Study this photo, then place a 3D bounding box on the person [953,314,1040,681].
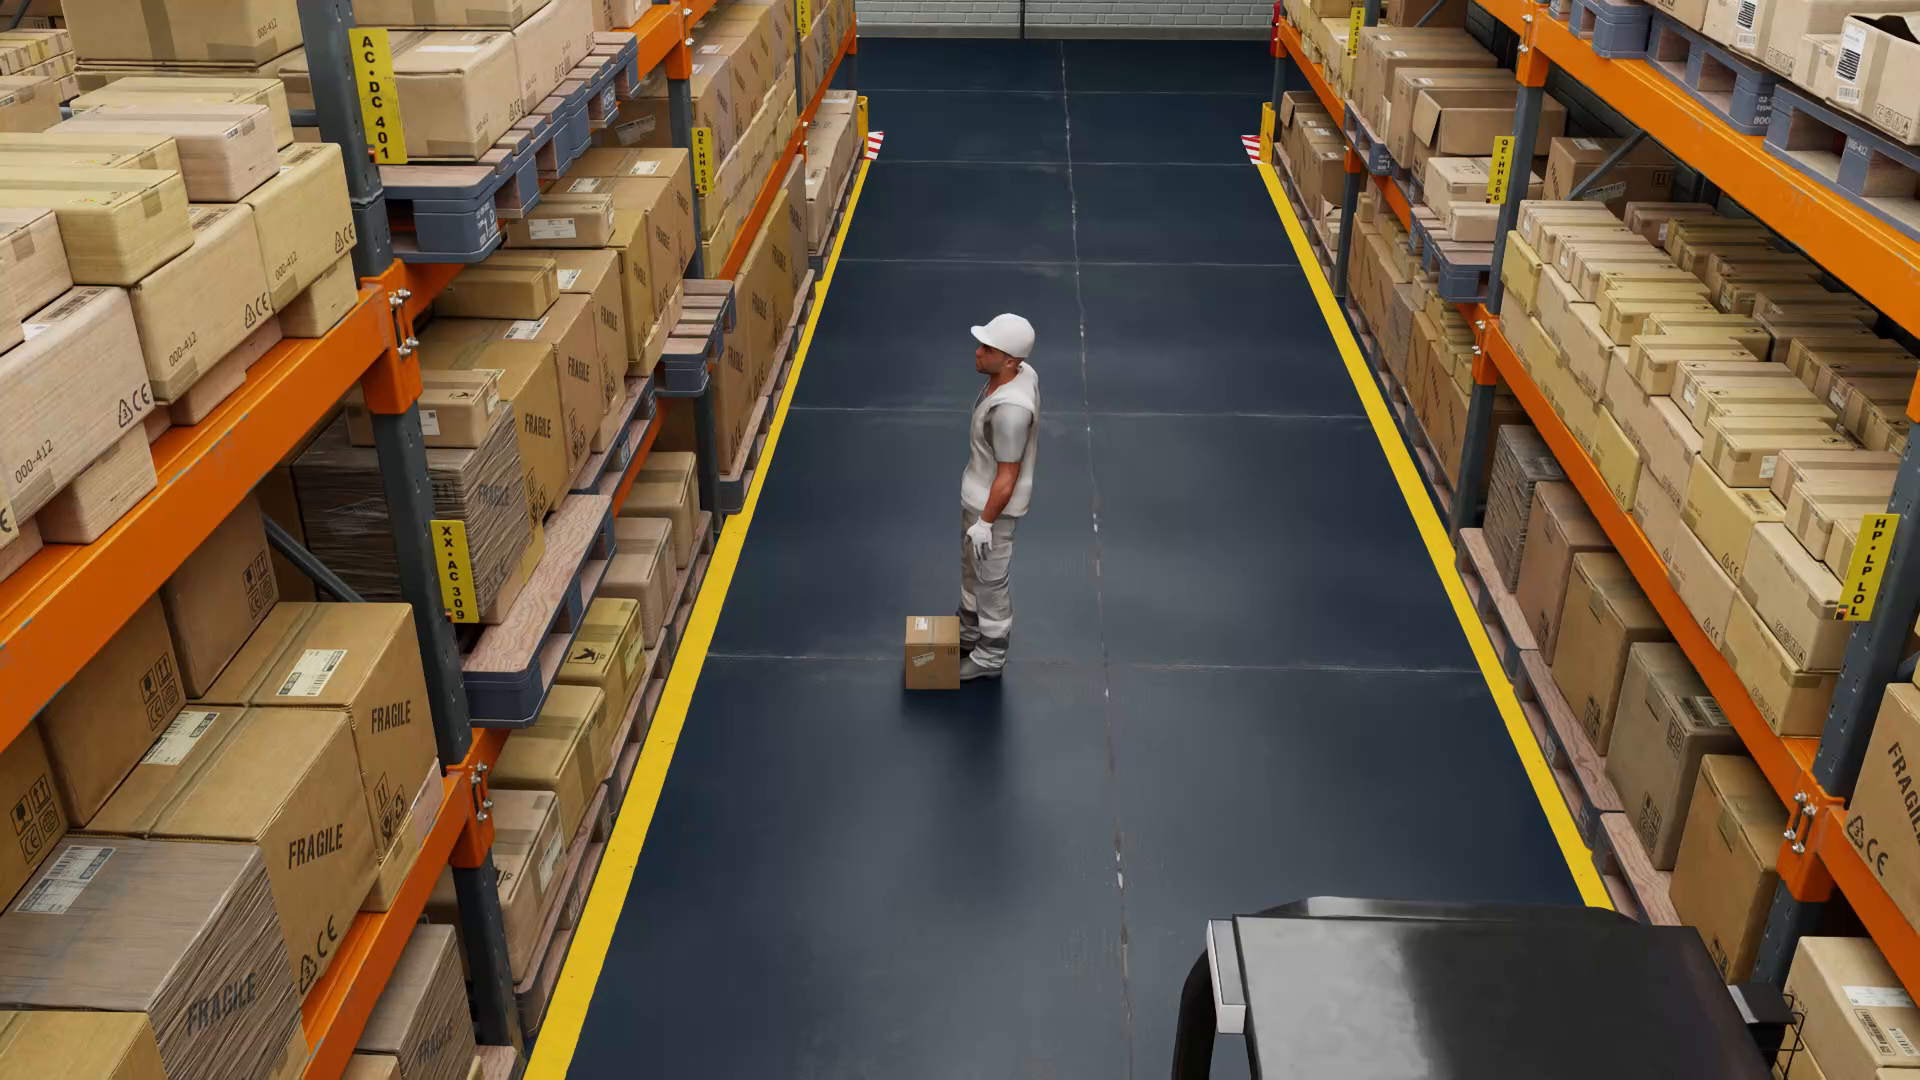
[{"bbox_3d":[0.067,-0.175,7.408,0.561,1.790,0.637,1,28,2],"label":"person"}]
